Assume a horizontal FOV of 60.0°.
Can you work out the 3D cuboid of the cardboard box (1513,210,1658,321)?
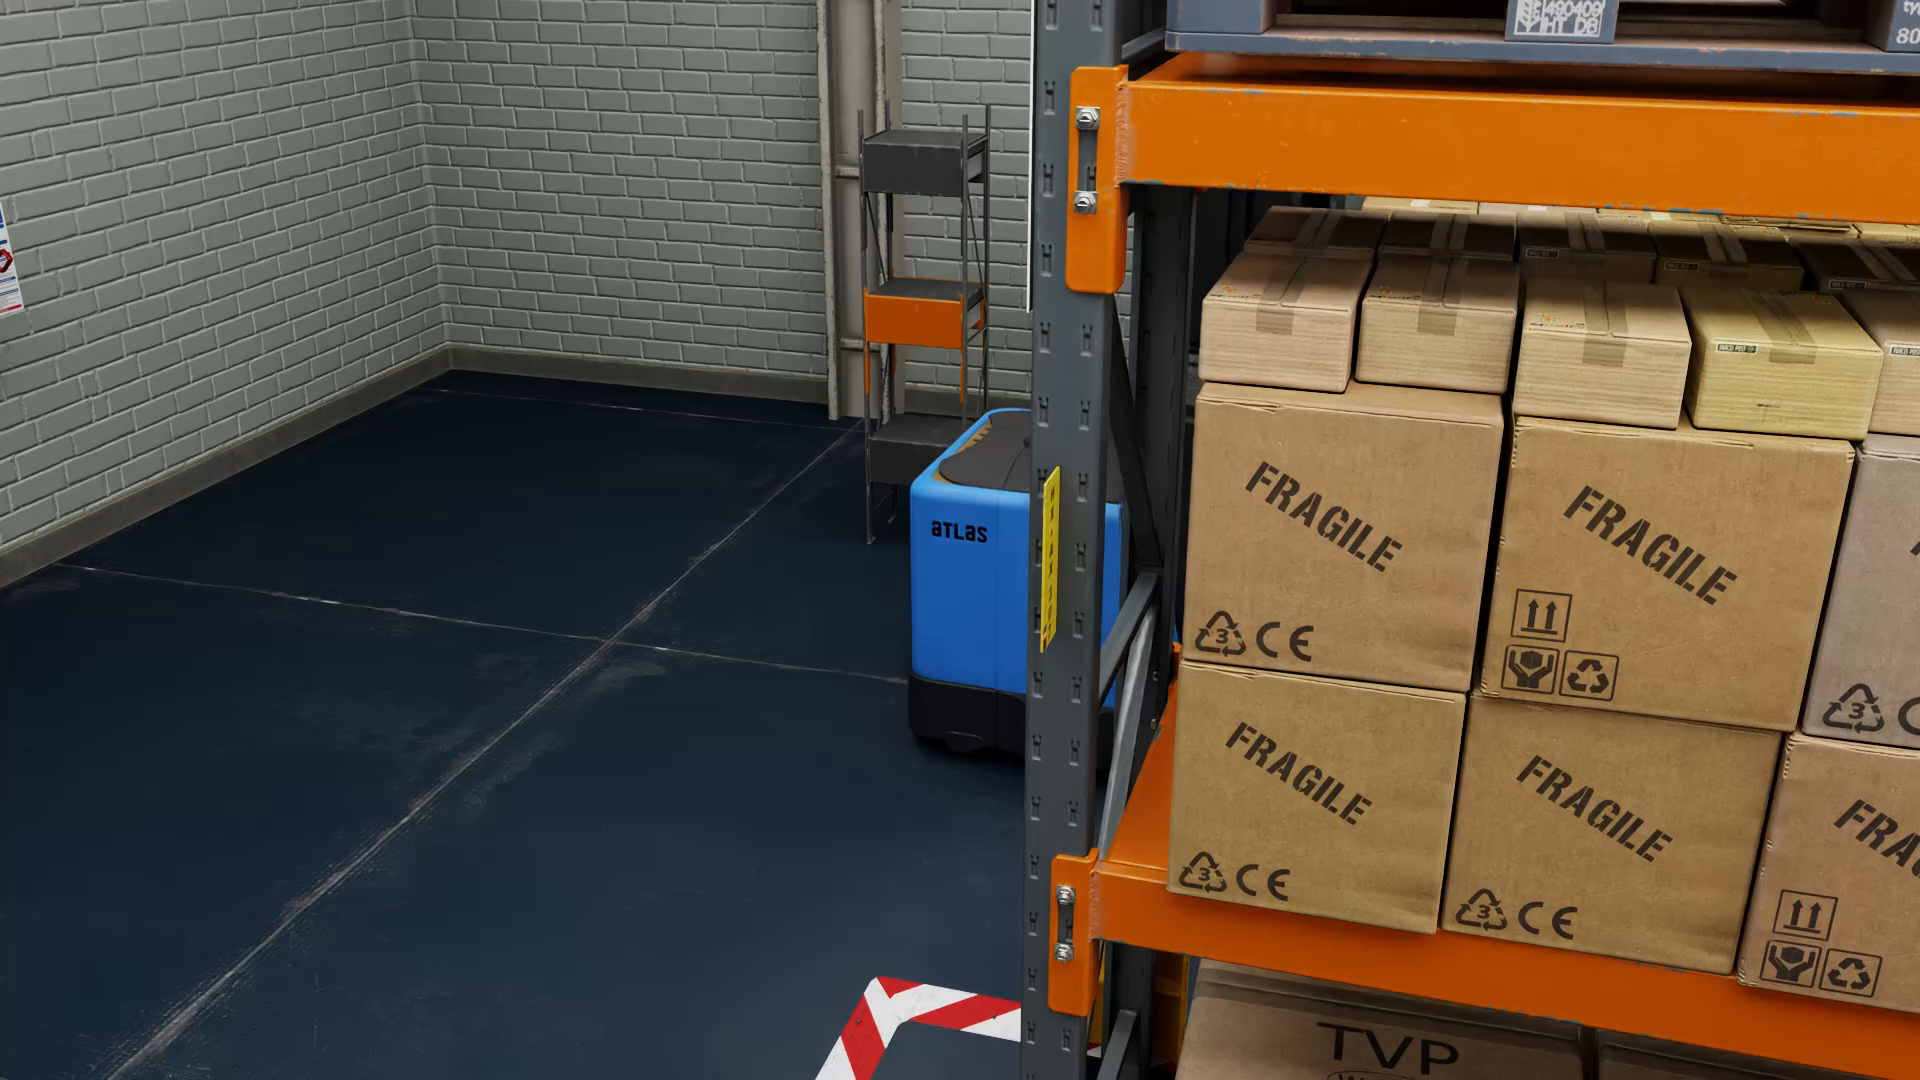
[{"bbox_3d":[1.251,-0.552,3.360,0.250,0.149,0.380,6,23,15],"label":"cardboard box"}]

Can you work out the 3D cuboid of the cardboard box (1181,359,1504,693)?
[{"bbox_3d":[0.705,-0.080,3.062,0.500,0.500,0.500,6,23,14],"label":"cardboard box"}]

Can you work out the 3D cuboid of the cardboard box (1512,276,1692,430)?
[{"bbox_3d":[1.075,-0.323,2.802,0.250,0.149,0.380,7,23,17],"label":"cardboard box"}]

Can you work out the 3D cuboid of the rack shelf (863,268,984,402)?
[{"bbox_3d":[-0.158,-0.977,7.921,0.480,0.518,0.431,7,23,16],"label":"rack shelf"}]

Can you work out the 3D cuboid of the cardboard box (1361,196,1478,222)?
[{"bbox_3d":[2.115,-1.451,7.661,0.500,0.250,0.500,7,23,16],"label":"cardboard box"}]

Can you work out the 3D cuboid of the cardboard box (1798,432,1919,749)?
[{"bbox_3d":[1.697,0.028,2.800,0.500,0.500,0.500,6,23,15],"label":"cardboard box"}]

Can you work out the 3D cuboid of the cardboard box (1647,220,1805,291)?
[{"bbox_3d":[1.480,-0.510,3.257,0.250,0.149,0.380,7,23,17],"label":"cardboard box"}]

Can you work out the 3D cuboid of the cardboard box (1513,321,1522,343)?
[{"bbox_3d":[1.367,-0.223,3.411,0.500,0.500,0.500,7,23,16],"label":"cardboard box"}]

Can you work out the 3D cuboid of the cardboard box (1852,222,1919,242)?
[{"bbox_3d":[4.072,-1.237,7.138,0.500,0.250,0.500,6,23,15],"label":"cardboard box"}]

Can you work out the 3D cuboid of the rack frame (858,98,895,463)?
[{"bbox_3d":[-0.392,-1.016,7.981,0.015,2.100,0.400,7,23,16],"label":"rack frame"}]

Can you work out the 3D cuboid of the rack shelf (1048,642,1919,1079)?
[{"bbox_3d":[2.242,0.825,3.254,4.000,0.370,1.077,7,23,16],"label":"rack shelf"}]

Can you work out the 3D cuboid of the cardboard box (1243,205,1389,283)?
[{"bbox_3d":[0.729,-0.569,3.401,0.250,0.149,0.380,7,23,16],"label":"cardboard box"}]

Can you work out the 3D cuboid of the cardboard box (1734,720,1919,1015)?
[{"bbox_3d":[1.678,0.491,2.988,0.500,0.500,0.500,6,23,15],"label":"cardboard box"}]

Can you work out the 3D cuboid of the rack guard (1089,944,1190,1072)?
[{"bbox_3d":[0.305,1.427,4.133,0.348,0.500,1.175,7,23,16],"label":"rack guard"}]

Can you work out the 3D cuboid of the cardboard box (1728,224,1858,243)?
[{"bbox_3d":[3.579,-1.293,7.277,0.500,0.250,0.500,6,23,14],"label":"cardboard box"}]

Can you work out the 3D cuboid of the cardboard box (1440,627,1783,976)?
[{"bbox_3d":[1.197,0.429,3.140,0.500,0.500,0.500,6,23,15],"label":"cardboard box"}]

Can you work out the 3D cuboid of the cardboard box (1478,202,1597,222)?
[{"bbox_3d":[2.597,-1.396,7.527,0.500,0.250,0.500,7,23,16],"label":"cardboard box"}]

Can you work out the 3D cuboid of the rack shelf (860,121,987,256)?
[{"bbox_3d":[-0.158,-1.625,7.655,0.480,0.518,0.431,7,23,16],"label":"rack shelf"}]

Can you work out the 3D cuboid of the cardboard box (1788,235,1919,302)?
[{"bbox_3d":[1.710,-0.456,3.124,0.250,0.149,0.380,6,23,15],"label":"cardboard box"}]

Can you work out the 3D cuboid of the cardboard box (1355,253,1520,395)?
[{"bbox_3d":[0.859,-0.394,2.973,0.250,0.149,0.380,7,23,17],"label":"cardboard box"}]

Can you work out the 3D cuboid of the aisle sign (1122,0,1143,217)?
[{"bbox_3d":[0.348,-1.050,3.452,0.004,0.787,0.394,7,23,16],"label":"aisle sign"}]

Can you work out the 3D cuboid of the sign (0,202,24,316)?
[{"bbox_3d":[-4.386,-1.242,7.471,0.001,0.494,0.329,7,23,16],"label":"sign"}]

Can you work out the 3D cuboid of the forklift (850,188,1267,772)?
[{"bbox_3d":[1.158,-0.590,5.846,3.031,2.935,1.130,7,23,17],"label":"forklift"}]

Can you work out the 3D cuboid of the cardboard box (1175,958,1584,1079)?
[{"bbox_3d":[0.988,1.300,3.970,0.875,0.438,0.875,6,23,14],"label":"cardboard box"}]

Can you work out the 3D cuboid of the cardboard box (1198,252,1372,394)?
[{"bbox_3d":[0.588,-0.396,2.980,0.250,0.149,0.380,7,23,17],"label":"cardboard box"}]

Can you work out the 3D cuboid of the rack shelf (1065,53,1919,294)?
[{"bbox_3d":[2.242,-0.563,2.685,4.000,0.370,1.077,7,23,16],"label":"rack shelf"}]

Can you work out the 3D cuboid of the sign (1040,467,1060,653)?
[{"bbox_3d":[0.162,0.037,2.982,0.005,0.325,0.100,7,23,16],"label":"sign"}]

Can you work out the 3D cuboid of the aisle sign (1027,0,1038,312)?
[{"bbox_3d":[0.175,-0.832,2.921,0.004,0.787,0.394,7,23,16],"label":"aisle sign"}]

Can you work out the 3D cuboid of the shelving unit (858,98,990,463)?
[{"bbox_3d":[-0.158,-0.990,7.916,0.503,2.100,0.431,7,23,16],"label":"shelving unit"}]

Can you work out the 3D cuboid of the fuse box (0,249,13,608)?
[{"bbox_3d":[-4.331,-0.488,7.204,0.414,1.711,0.539,7,23,16],"label":"fuse box"}]

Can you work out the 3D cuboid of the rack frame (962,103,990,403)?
[{"bbox_3d":[0.075,-0.963,7.851,0.015,2.100,0.400,7,23,16],"label":"rack frame"}]

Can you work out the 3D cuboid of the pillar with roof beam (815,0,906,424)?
[{"bbox_3d":[-1.807,-3.365,4.617,0.400,9.000,9.100,7,23,16],"label":"pillar with roof beam"}]

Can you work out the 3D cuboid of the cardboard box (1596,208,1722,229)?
[{"bbox_3d":[3.083,-1.342,7.394,0.500,0.250,0.500,6,23,14],"label":"cardboard box"}]

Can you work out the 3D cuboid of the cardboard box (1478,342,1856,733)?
[{"bbox_3d":[1.202,-0.026,2.931,0.500,0.500,0.500,6,23,14],"label":"cardboard box"}]

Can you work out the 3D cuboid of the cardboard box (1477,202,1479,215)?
[{"bbox_3d":[2.275,-1.645,8.133,0.500,0.250,0.500,7,23,17],"label":"cardboard box"}]

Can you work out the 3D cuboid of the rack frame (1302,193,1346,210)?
[{"bbox_3d":[1.758,-1.531,8.049,0.127,3.000,1.000,7,23,16],"label":"rack frame"}]

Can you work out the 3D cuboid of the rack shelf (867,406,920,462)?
[{"bbox_3d":[-0.158,-0.329,8.187,0.480,0.518,0.431,7,23,16],"label":"rack shelf"}]

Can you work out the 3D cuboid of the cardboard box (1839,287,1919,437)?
[{"bbox_3d":[1.599,-0.291,2.724,0.250,0.149,0.380,7,23,16],"label":"cardboard box"}]

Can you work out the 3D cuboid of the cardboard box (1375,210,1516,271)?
[{"bbox_3d":[0.979,-0.550,3.355,0.250,0.149,0.380,7,23,16],"label":"cardboard box"}]

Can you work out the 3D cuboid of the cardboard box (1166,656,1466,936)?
[{"bbox_3d":[0.704,0.384,3.250,0.500,0.500,0.500,6,23,15],"label":"cardboard box"}]

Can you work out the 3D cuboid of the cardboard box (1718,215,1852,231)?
[{"bbox_3d":[3.551,-1.634,7.119,0.500,0.500,0.500,7,23,17],"label":"cardboard box"}]

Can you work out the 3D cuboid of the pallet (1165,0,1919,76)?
[{"bbox_3d":[1.041,-0.996,2.910,1.213,0.211,1.003,7,23,15],"label":"pallet"}]

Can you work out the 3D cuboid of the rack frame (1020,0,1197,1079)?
[{"bbox_3d":[0.328,0.273,3.652,0.127,3.000,1.000,7,23,16],"label":"rack frame"}]

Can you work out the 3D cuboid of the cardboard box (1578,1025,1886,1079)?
[{"bbox_3d":[1.867,1.397,3.733,0.875,0.438,0.875,7,23,17],"label":"cardboard box"}]

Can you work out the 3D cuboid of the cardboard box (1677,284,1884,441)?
[{"bbox_3d":[1.332,-0.301,2.747,0.250,0.149,0.380,6,23,14],"label":"cardboard box"}]
